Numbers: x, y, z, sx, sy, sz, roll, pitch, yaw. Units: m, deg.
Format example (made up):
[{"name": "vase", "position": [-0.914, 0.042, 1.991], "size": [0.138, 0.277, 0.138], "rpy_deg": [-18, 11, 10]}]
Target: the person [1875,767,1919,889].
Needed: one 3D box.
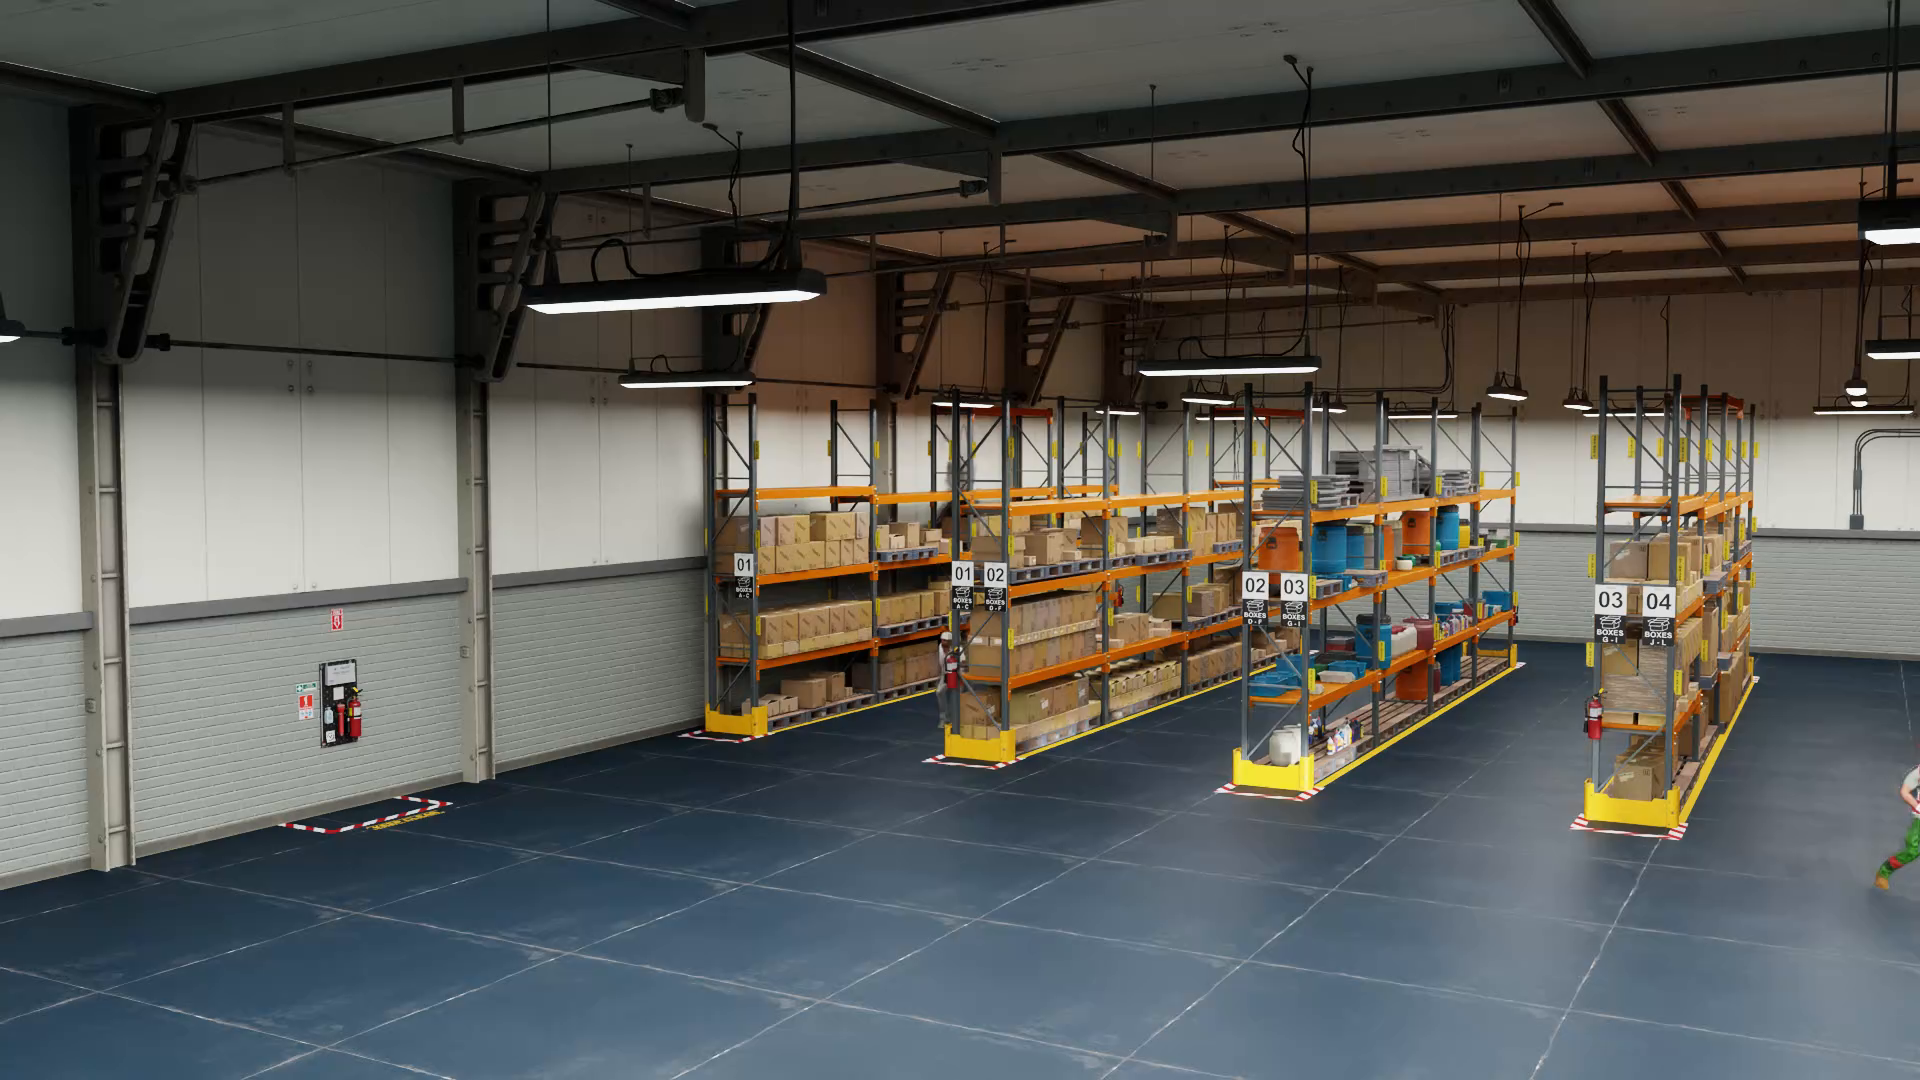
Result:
[{"name": "person", "position": [10.803, 3.133, 18.539], "size": [0.898, 1.775, 0.766], "rpy_deg": [0, 3, -5]}]

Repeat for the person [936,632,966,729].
[{"name": "person", "position": [-0.111, 2.519, 30.113], "size": [0.689, 1.767, 0.957], "rpy_deg": [2, 4, 30]}]
